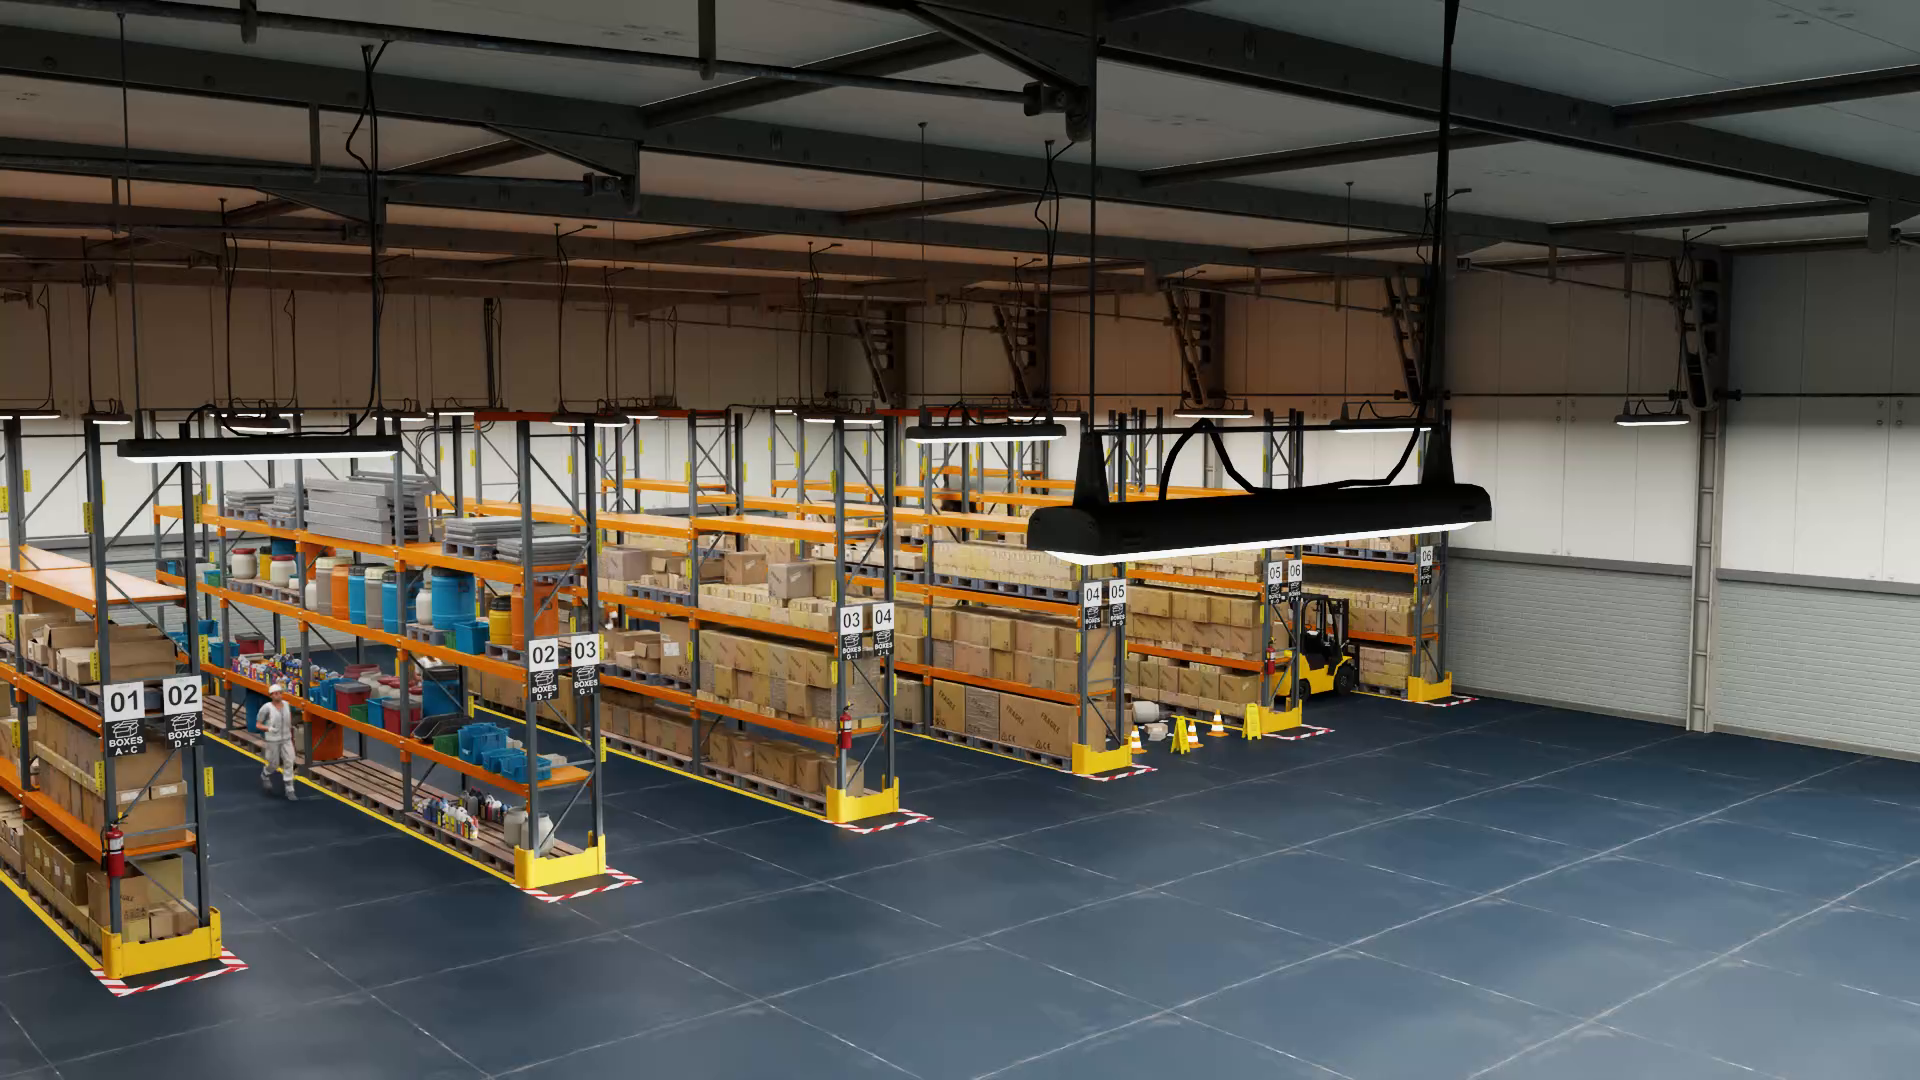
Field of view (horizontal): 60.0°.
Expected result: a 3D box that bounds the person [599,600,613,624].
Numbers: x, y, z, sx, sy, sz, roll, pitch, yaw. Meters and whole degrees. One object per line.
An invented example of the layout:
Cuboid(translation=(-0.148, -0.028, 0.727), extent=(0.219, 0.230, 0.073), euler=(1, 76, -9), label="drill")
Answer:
Cuboid(translation=(-8.714, 1.916, 41.163), extent=(0.617, 1.608, 0.623), euler=(4, 6, 39), label="person")

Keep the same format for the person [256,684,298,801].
Cuboid(translation=(-10.680, 3.146, 26.030), extent=(0.985, 1.793, 0.655), euler=(5, 7, 43), label="person")

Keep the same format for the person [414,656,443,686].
Cuboid(translation=(-9.739, 2.755, 30.739), extent=(0.587, 1.740, 0.683), euler=(4, 6, 39), label="person")

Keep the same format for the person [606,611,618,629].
Cuboid(translation=(-7.271, 2.379, 34.886), extent=(0.640, 1.796, 0.890), euler=(-5, 7, -44), label="person")
